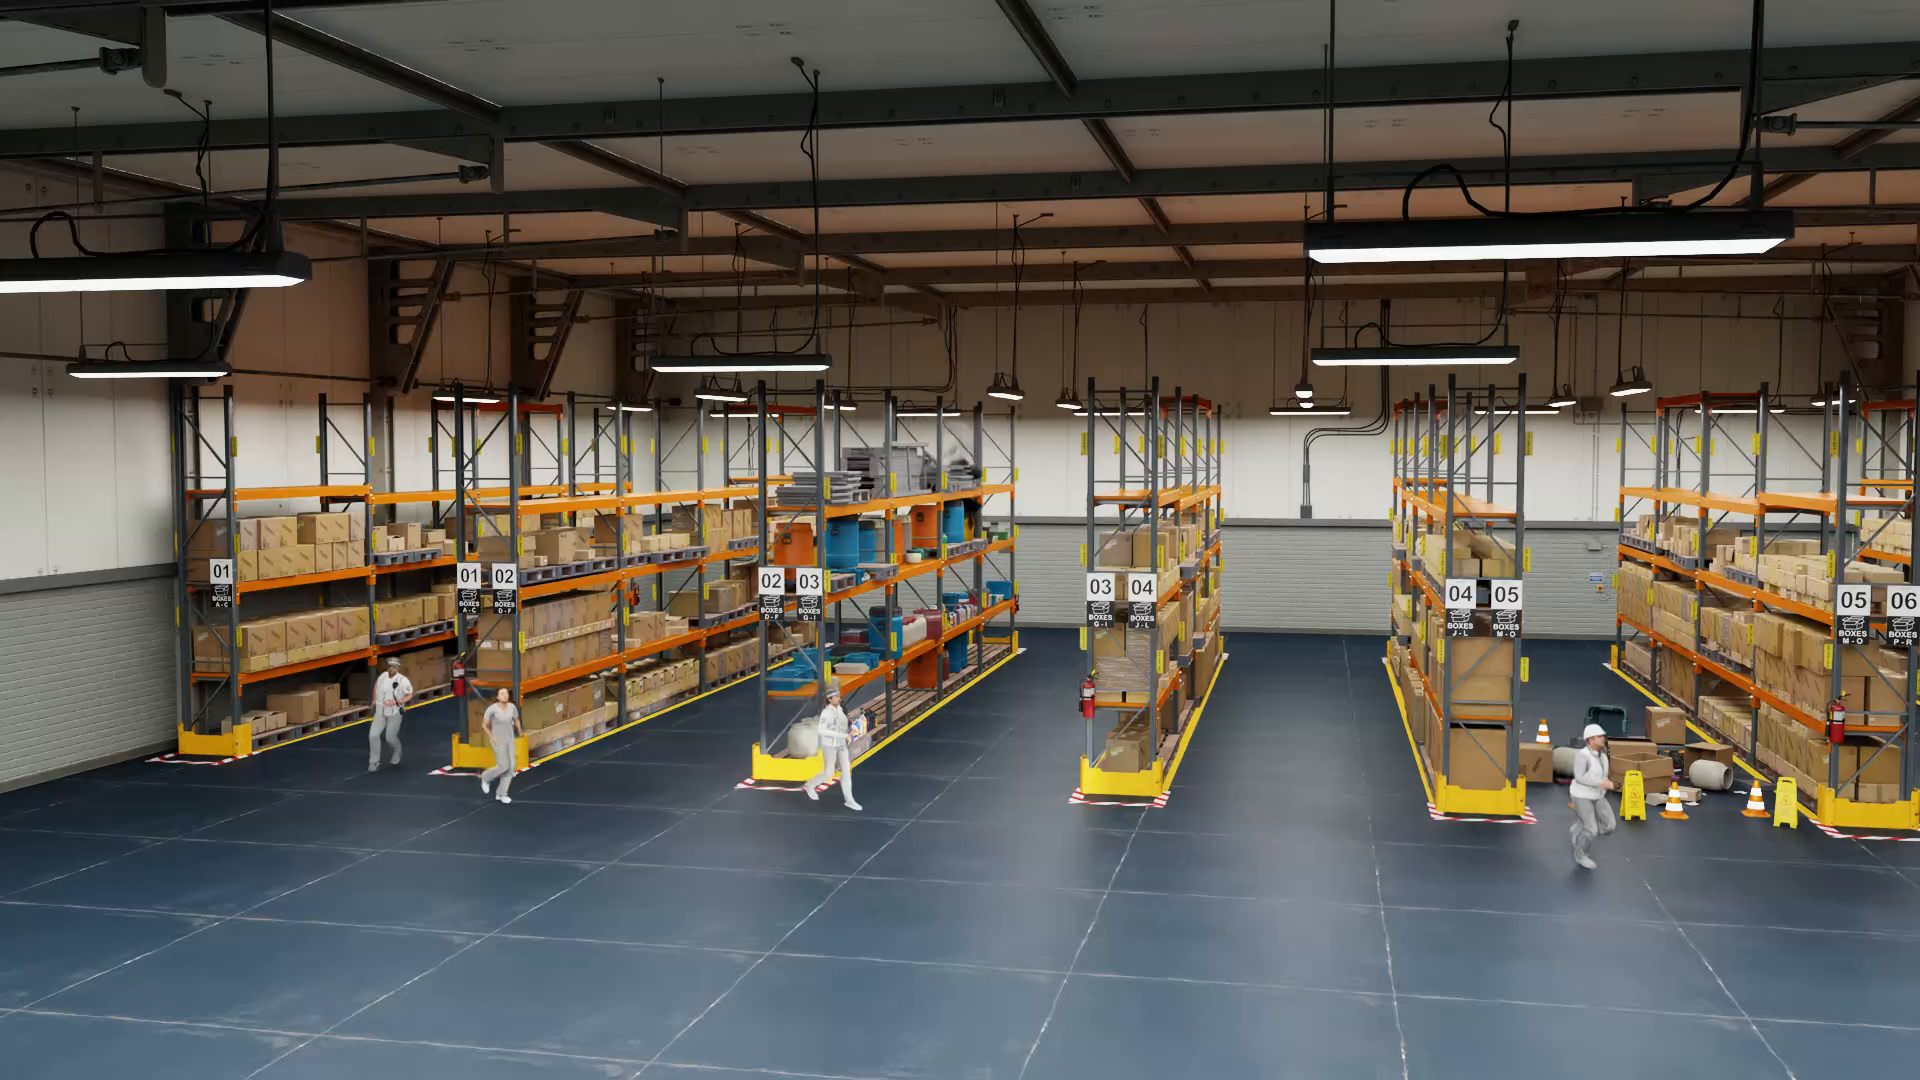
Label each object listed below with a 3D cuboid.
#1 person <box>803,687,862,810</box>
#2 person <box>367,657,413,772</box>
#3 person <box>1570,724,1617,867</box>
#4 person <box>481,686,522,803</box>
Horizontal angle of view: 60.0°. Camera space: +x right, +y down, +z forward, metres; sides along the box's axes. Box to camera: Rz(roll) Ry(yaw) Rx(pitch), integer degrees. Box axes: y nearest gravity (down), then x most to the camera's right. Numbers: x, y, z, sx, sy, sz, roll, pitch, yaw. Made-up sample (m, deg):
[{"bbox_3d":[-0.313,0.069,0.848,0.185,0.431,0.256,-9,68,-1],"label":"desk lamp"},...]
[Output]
[{"bbox_3d":[-1.742,2.861,22.973,0.884,1.696,0.621,2,4,33],"label":"person"},{"bbox_3d":[-8.845,2.715,25.907,0.715,1.822,0.794,1,3,9],"label":"person"},{"bbox_3d":[7.548,3.041,19.761,0.698,1.724,0.643,-2,4,-37],"label":"person"},{"bbox_3d":[-6.484,2.876,23.562,0.609,1.640,0.561,3,4,44],"label":"person"}]
